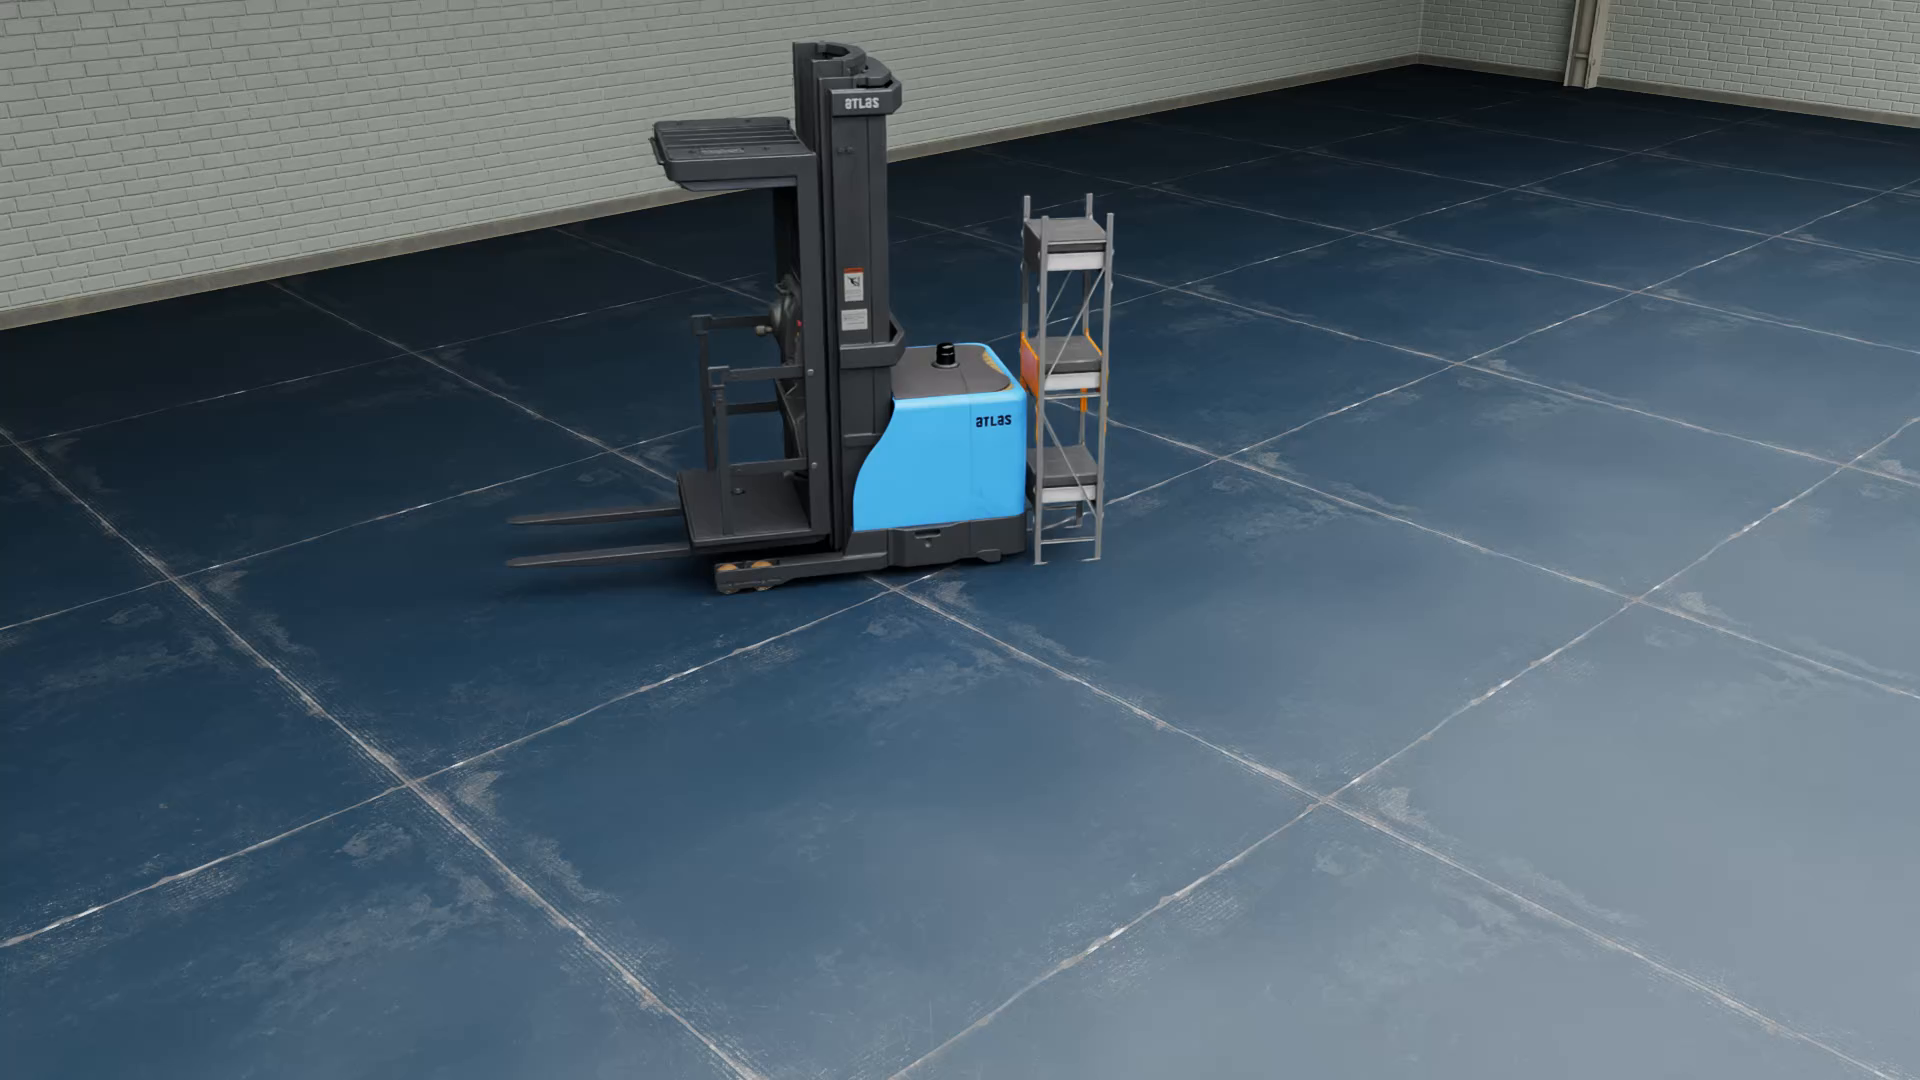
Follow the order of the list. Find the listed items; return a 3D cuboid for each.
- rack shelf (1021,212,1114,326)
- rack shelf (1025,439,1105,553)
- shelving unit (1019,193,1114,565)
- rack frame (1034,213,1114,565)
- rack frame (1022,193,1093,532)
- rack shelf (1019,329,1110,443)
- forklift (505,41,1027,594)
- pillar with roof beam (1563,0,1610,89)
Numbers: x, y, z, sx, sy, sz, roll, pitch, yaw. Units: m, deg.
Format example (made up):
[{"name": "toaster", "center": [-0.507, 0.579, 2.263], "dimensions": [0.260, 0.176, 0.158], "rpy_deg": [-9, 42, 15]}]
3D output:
[{"name": "rack shelf", "center": [0.603, -1.546, 9.455], "dimensions": [0.431, 0.518, 0.480], "rpy_deg": [-4, 25, -9]}, {"name": "rack shelf", "center": [0.603, -0.272, 10.036], "dimensions": [0.431, 0.518, 0.480], "rpy_deg": [-4, 25, -9]}, {"name": "shelving unit", "center": [0.603, -0.921, 9.739], "dimensions": [0.431, 2.100, 0.503], "rpy_deg": [-4, 25, -9]}, {"name": "rack frame", "center": [0.643, -0.821, 9.520], "dimensions": [0.400, 2.100, 0.015], "rpy_deg": [-4, 25, -9]}, {"name": "rack frame", "center": [0.563, -1.021, 9.958], "dimensions": [0.400, 2.100, 0.015], "rpy_deg": [-4, 25, -9]}, {"name": "rack shelf", "center": [0.603, -0.909, 9.745], "dimensions": [0.431, 0.518, 0.480], "rpy_deg": [-4, 25, -9]}, {"name": "forklift", "center": [-1.172, -1.265, 9.491], "dimensions": [3.031, 2.935, 1.130], "rpy_deg": [-6, 25, -12]}, {"name": "pillar with roof beam", "center": [6.379, -9.845, 20.988], "dimensions": [9.100, 9.000, 0.400], "rpy_deg": [-21, 32, -38]}]
